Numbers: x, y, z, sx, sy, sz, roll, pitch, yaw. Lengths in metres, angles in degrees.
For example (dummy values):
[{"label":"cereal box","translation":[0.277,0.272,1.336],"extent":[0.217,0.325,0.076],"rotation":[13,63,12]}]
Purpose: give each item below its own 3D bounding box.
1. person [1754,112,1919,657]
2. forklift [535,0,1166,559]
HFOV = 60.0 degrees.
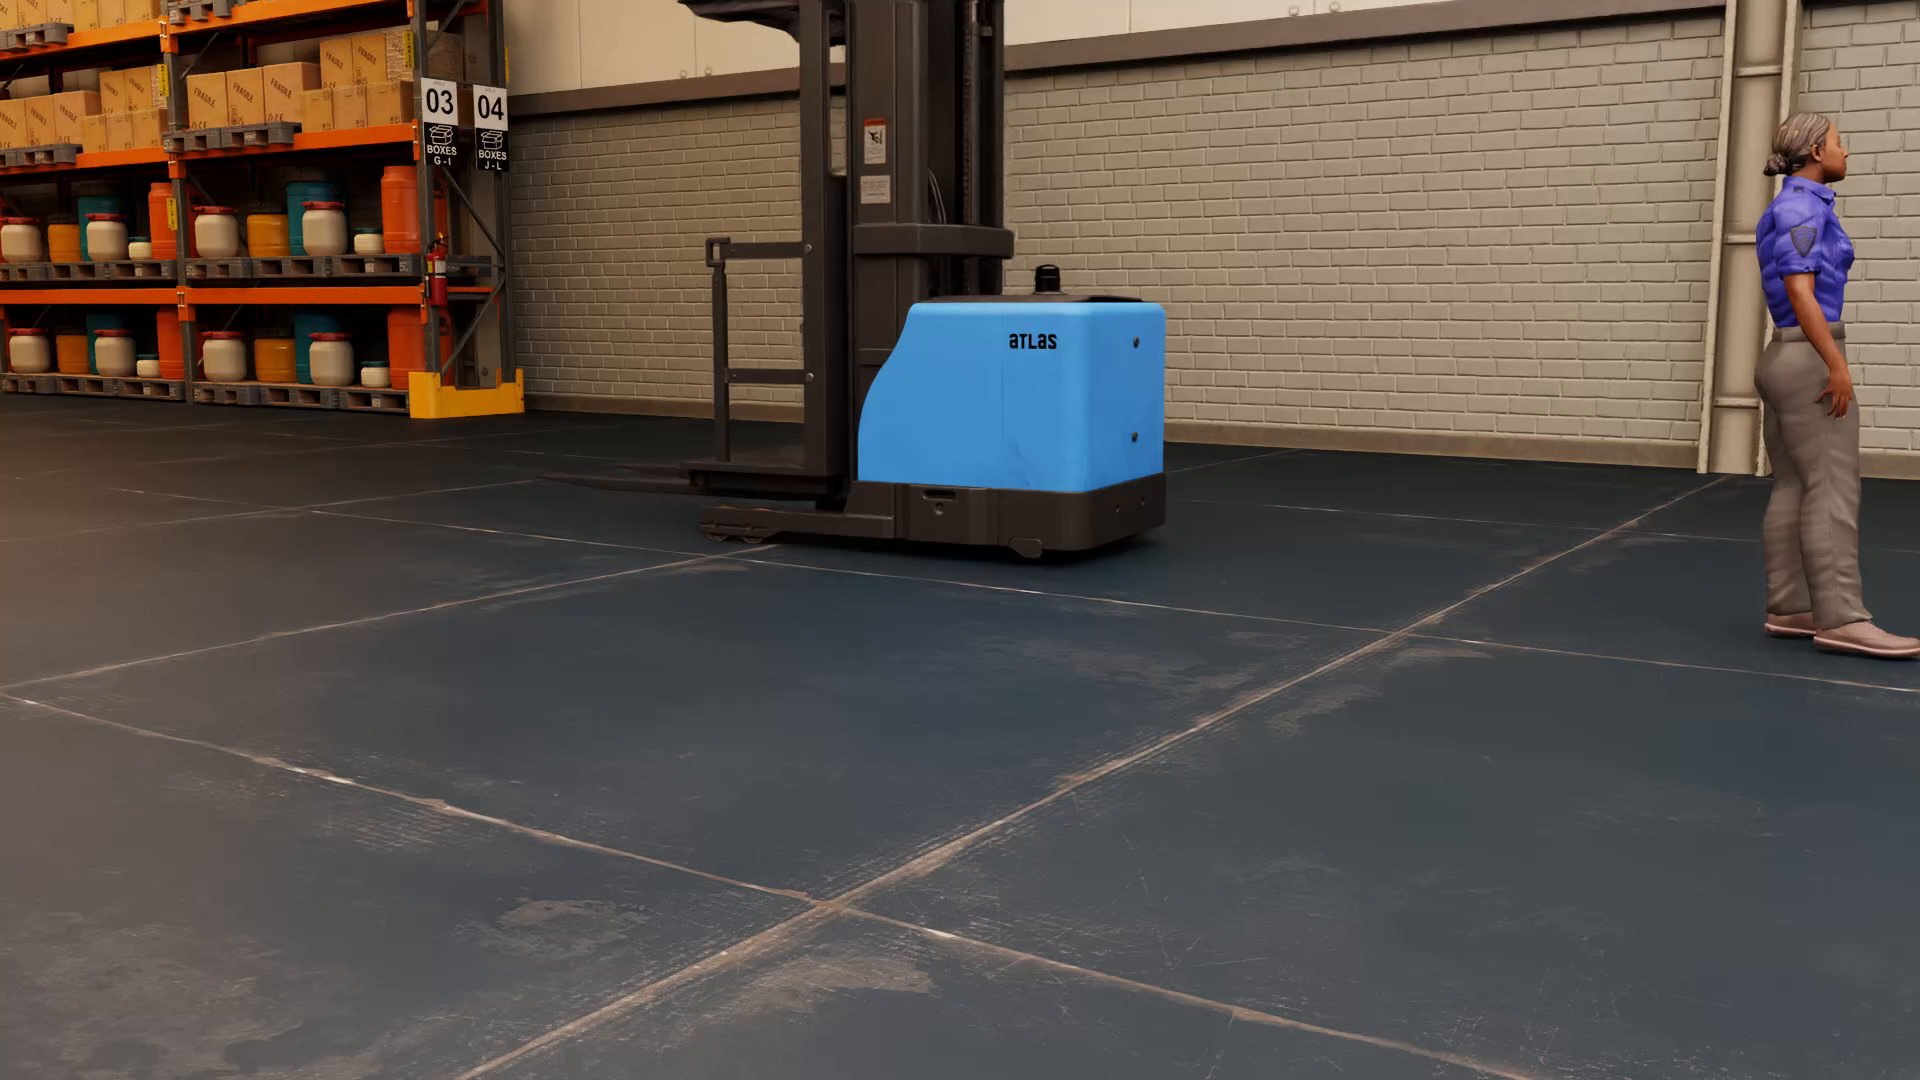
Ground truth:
[{"label":"person","translation":[2.750,-0.504,5.220],"extent":[0.503,1.656,0.569],"rotation":[3,9,18]},{"label":"forklift","translation":[-0.613,-1.493,7.693],"extent":[3.031,2.935,1.130],"rotation":[4,9,27]}]
